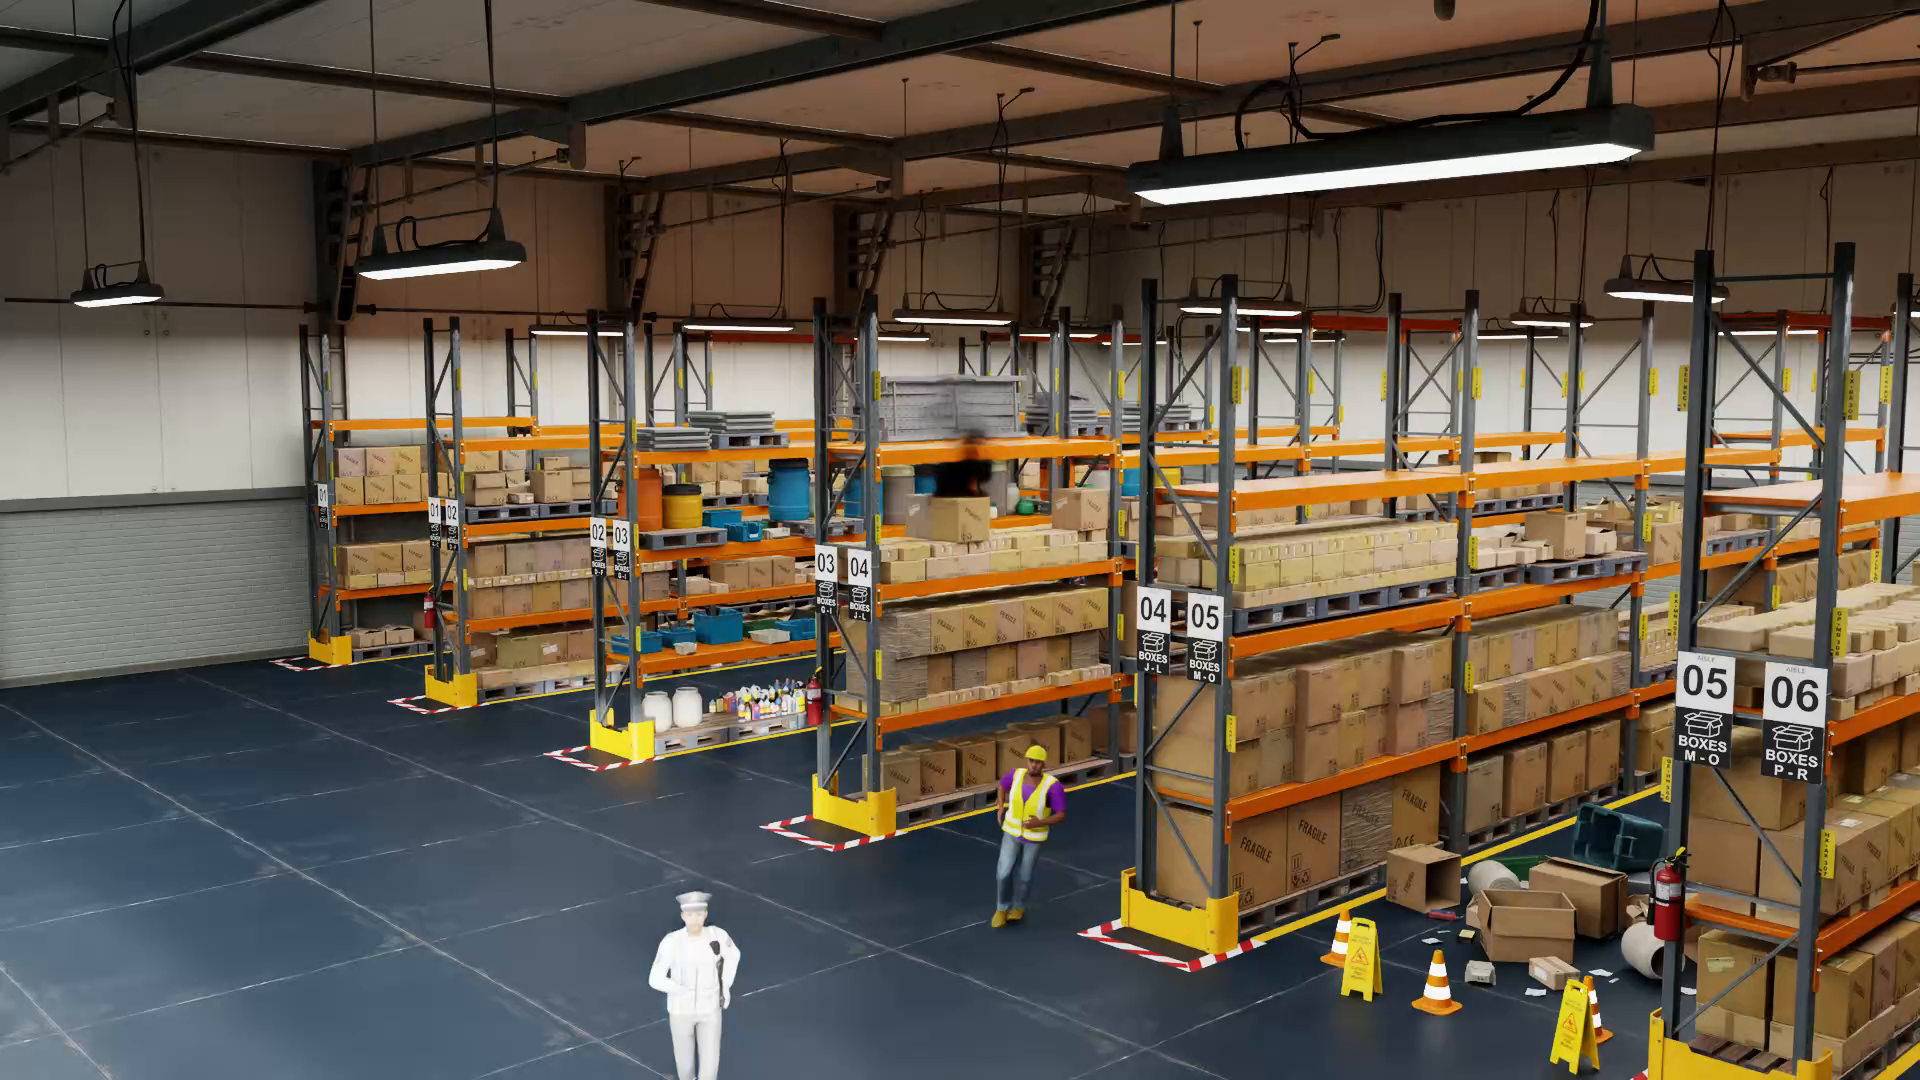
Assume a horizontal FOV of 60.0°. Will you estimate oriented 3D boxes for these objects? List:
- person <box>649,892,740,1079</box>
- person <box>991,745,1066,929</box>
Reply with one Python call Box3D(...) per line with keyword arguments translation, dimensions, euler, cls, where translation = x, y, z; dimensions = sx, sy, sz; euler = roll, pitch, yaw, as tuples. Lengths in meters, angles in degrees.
Box3D(translation=(-1.763, 3.170, 11.138), dimensions=(0.616, 1.689, 0.839), euler=(-1, 6, -11), cls="person")
Box3D(translation=(0.645, 2.756, 15.430), dimensions=(0.709, 1.770, 0.652), euler=(1, 6, 14), cls="person")
